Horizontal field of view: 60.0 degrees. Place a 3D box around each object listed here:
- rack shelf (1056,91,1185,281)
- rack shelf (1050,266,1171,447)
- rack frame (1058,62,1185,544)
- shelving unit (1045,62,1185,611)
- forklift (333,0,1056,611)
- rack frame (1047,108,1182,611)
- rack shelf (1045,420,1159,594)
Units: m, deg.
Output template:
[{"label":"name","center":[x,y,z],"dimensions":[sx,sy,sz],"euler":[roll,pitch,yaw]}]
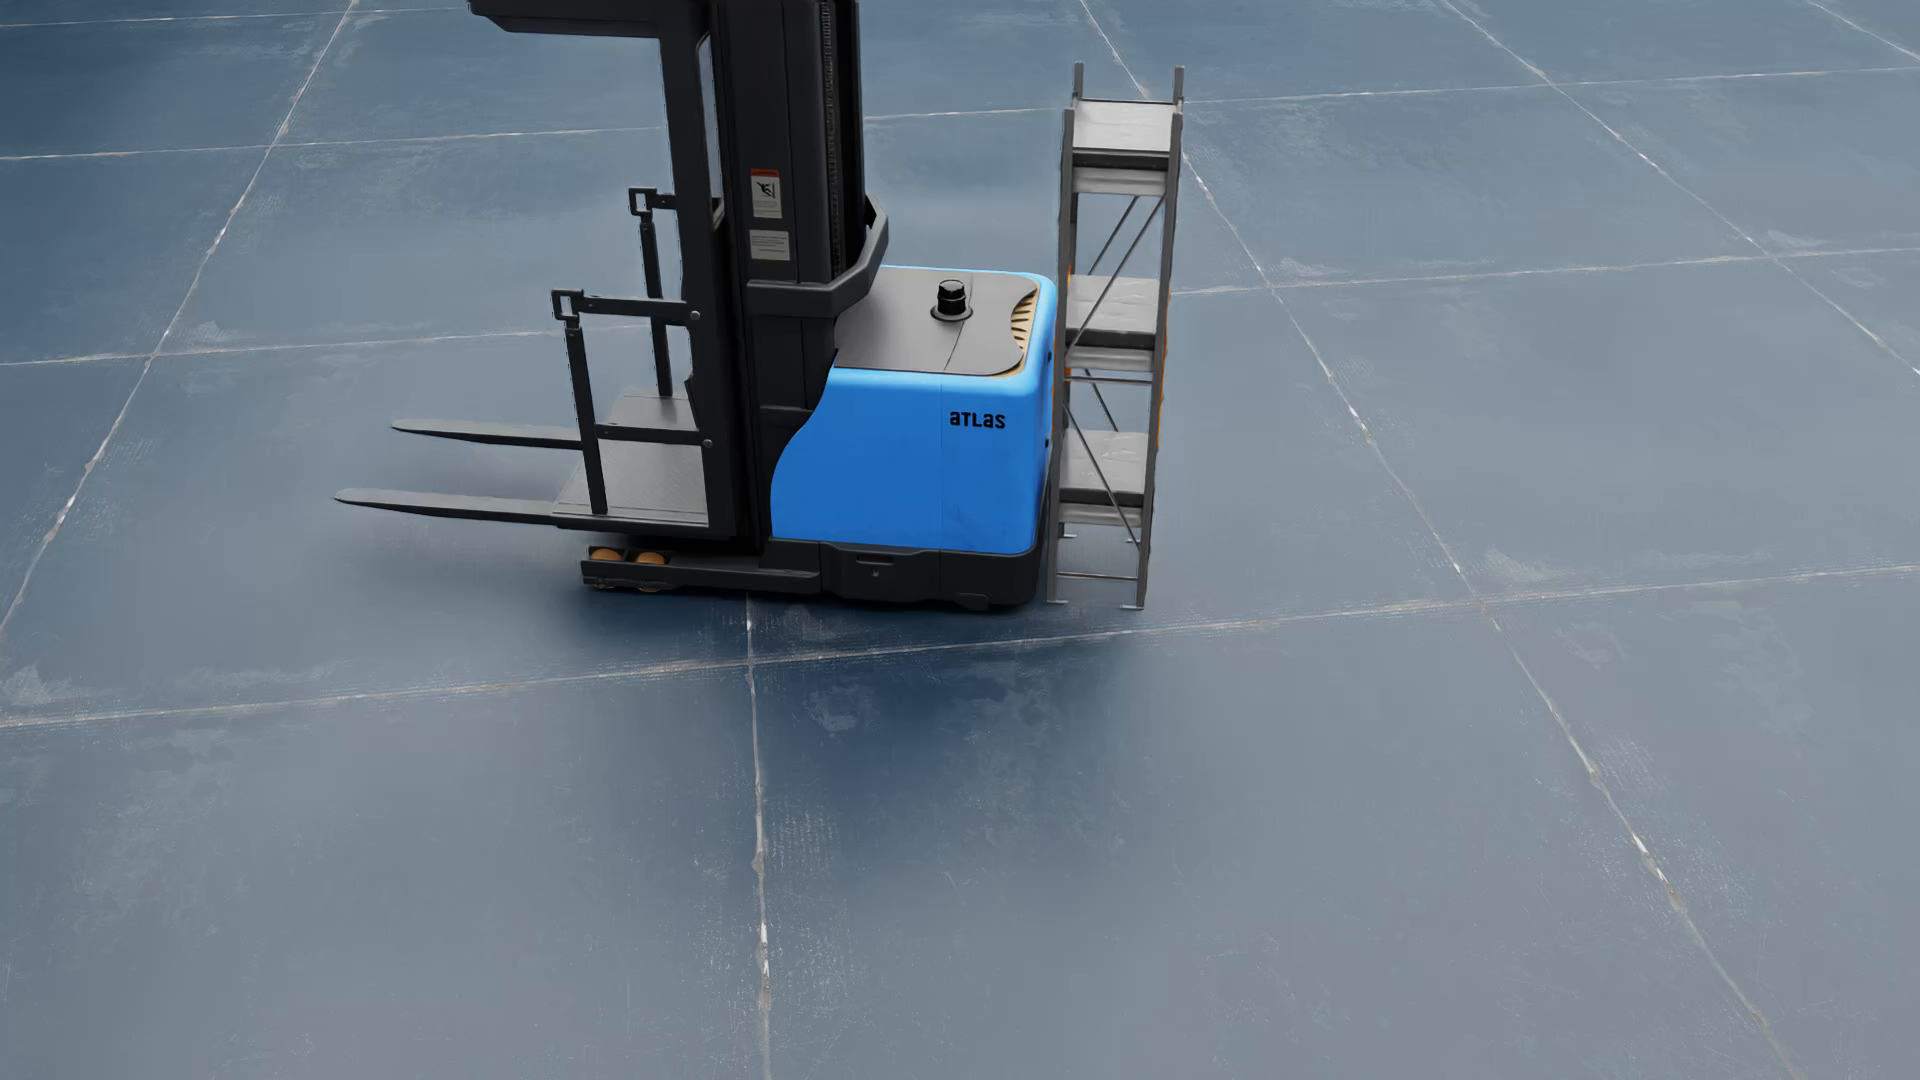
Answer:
[{"label":"rack shelf","center":[0.588,-1.298,6.071],"dimensions":[0.431,0.518,0.480],"euler":[4,34,6]},{"label":"rack shelf","center":[0.588,-0.720,6.466],"dimensions":[0.431,0.518,0.480],"euler":[4,34,6]},{"label":"rack frame","center":[0.619,-0.867,6.658],"dimensions":[0.400,2.100,0.015],"euler":[4,34,6]},{"label":"shelving unit","center":[0.588,-0.731,6.458],"dimensions":[0.431,2.100,0.503],"euler":[4,34,6]},{"label":"forklift","center":[-1.140,-1.283,6.529],"dimensions":[3.031,2.935,1.130],"euler":[4,34,6]},{"label":"rack frame","center":[0.556,-0.595,6.258],"dimensions":[0.400,2.100,0.015],"euler":[4,34,6]},{"label":"rack shelf","center":[0.588,-0.141,6.860],"dimensions":[0.431,0.518,0.480],"euler":[4,34,6]}]
